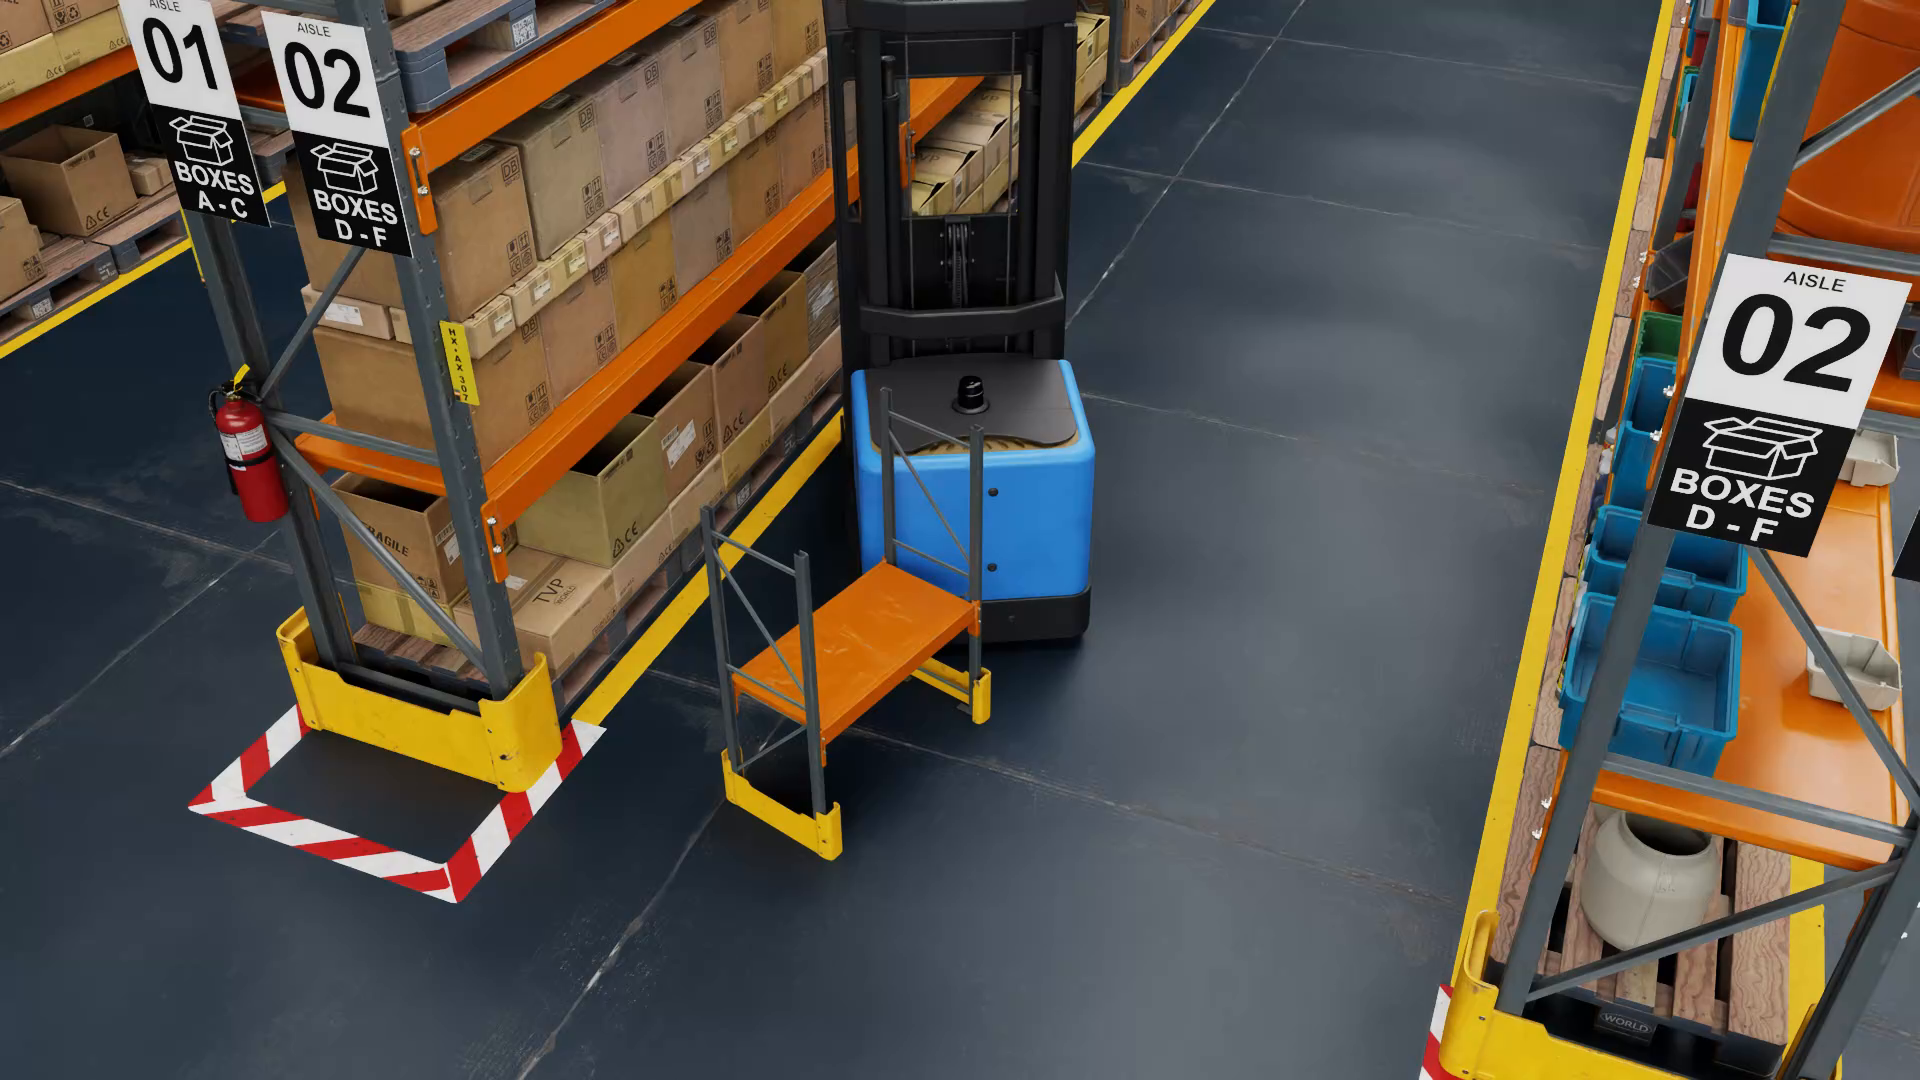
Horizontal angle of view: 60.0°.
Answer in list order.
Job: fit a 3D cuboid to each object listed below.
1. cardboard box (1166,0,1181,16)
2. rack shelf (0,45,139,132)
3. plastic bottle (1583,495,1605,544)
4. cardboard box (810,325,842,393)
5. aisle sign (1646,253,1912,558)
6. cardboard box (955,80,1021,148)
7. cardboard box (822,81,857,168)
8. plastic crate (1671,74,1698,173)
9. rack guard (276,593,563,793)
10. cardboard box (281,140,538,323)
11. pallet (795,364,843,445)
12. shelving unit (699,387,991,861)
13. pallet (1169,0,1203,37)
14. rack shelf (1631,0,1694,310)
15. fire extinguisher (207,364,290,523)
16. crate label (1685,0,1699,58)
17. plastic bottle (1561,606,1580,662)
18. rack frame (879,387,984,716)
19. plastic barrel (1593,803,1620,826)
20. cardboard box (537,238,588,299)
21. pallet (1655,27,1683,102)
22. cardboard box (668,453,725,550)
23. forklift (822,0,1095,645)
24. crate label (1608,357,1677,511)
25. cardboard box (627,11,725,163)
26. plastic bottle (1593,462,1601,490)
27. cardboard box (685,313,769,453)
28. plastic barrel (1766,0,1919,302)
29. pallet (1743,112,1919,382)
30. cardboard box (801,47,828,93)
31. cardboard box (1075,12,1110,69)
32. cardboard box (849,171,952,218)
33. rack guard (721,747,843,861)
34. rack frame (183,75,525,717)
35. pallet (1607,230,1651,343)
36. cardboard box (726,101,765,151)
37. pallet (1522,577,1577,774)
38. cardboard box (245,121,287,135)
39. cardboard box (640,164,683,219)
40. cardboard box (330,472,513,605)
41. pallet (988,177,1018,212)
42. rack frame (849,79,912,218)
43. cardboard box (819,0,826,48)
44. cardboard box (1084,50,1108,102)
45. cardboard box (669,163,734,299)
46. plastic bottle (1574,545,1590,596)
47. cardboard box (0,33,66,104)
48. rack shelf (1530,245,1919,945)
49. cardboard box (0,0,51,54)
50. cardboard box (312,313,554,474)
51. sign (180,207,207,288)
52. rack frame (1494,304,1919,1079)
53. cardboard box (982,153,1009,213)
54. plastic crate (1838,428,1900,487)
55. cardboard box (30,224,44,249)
[{"bbox_3d":[1.587,-4.735,13.901,0.500,0.500,0.500,13,39,17],"label":"cardboard box"},{"bbox_3d":[-6.105,-2.321,9.553,1.077,0.370,4.000,14,39,18],"label":"rack shelf"},{"bbox_3d":[3.055,-0.118,7.849,0.144,0.351,0.185,12,38,16],"label":"plastic bottle"},{"bbox_3d":[-0.935,-1.076,9.232,0.500,0.250,0.500,14,39,18],"label":"cardboard box"},{"bbox_3d":[1.994,-0.314,4.095,0.394,0.787,0.004,14,39,18],"label":"aisle sign"},{"bbox_3d":[0.210,-2.905,11.211,0.500,0.311,0.500,15,39,19],"label":"cardboard box"},{"bbox_3d":[-0.925,-2.383,8.951,0.700,0.500,0.500,13,39,17],"label":"cardboard box"},{"bbox_3d":[3.950,-2.135,8.716,0.392,0.384,0.575,14,39,18],"label":"plastic crate"},{"bbox_3d":[-2.293,0.639,7.079,1.175,0.500,0.348,14,39,18],"label":"rack guard"},{"bbox_3d":[-2.074,-1.220,6.312,0.700,0.500,0.500,14,39,18],"label":"cardboard box"},{"bbox_3d":[-1.103,-1.043,9.570,1.003,0.211,1.213,14,39,18],"label":"pallet"},{"bbox_3d":[-0.419,0.321,6.669,0.587,1.500,1.083,25,43,29],"label":"shelving unit"},{"bbox_3d":[1.545,-4.766,14.552,1.003,0.211,1.213,14,39,18],"label":"pallet"},{"bbox_3d":[4.579,-2.279,9.496,1.077,0.370,4.000,14,39,18],"label":"rack shelf"},{"bbox_3d":[-2.758,-0.385,6.426,0.296,0.674,0.183,14,39,18],"label":"fire extinguisher"},{"bbox_3d":[4.711,-3.200,10.098,0.502,0.435,0.616,14,39,18],"label":"crate label"},{"bbox_3d":[2.710,0.419,7.192,0.152,0.276,0.135,14,39,18],"label":"plastic bottle"},{"bbox_3d":[-0.116,0.083,6.987,0.500,1.500,0.032,25,43,29],"label":"rack frame"},{"bbox_3d":[2.666,0.924,6.338,0.421,0.512,0.421,0,37,0],"label":"plastic barrel"},{"bbox_3d":[-1.741,-1.128,6.730,0.380,0.149,0.250,14,39,18],"label":"cardboard box"},{"bbox_3d":[6.067,-3.677,13.094,1.003,0.211,1.213,14,39,18],"label":"pallet"},{"bbox_3d":[-1.496,-0.243,8.117,0.500,0.250,0.500,14,39,18],"label":"cardboard box"},{"bbox_3d":[-0.060,-1.547,7.973,1.130,2.935,3.031,-3,37,-4],"label":"forklift"},{"bbox_3d":[2.746,-0.340,6.272,0.502,0.435,0.616,14,39,18],"label":"crate label"},{"bbox_3d":[-1.498,-2.069,7.447,0.700,0.500,0.500,14,39,18],"label":"cardboard box"},{"bbox_3d":[3.214,-0.326,8.252,0.097,0.201,0.097,0,37,0],"label":"plastic bottle"},{"bbox_3d":[-1.301,-0.819,8.261,0.500,0.500,0.500,14,39,18],"label":"cardboard box"},{"bbox_3d":[2.363,-1.085,4.083,0.600,0.830,0.708,14,39,18],"label":"plastic barrel"},{"bbox_3d":[2.701,-0.807,4.578,1.003,0.211,1.213,14,39,18],"label":"pallet"},{"bbox_3d":[-0.860,-2.409,8.444,0.380,0.149,0.250,13,39,16],"label":"cardboard box"},{"bbox_3d":[0.789,-3.750,12.341,0.500,0.311,0.500,15,39,19],"label":"cardboard box"},{"bbox_3d":[-0.374,-2.054,10.071,0.500,0.311,0.500,14,39,18],"label":"cardboard box"},{"bbox_3d":[-0.722,1.059,6.727,0.587,0.250,0.087,25,43,29],"label":"rack guard"},{"bbox_3d":[-2.284,-0.376,6.349,1.000,3.000,0.127,14,39,18],"label":"rack frame"},{"bbox_3d":[4.543,-1.464,10.135,1.003,0.211,1.213,14,39,18],"label":"pallet"},{"bbox_3d":[-1.152,-1.988,7.881,0.380,0.149,0.250,15,39,19],"label":"cardboard box"},{"bbox_3d":[3.061,0.697,7.242,1.003,0.211,1.213,14,39,18],"label":"pallet"},{"bbox_3d":[-5.080,-3.303,11.986,0.700,0.500,0.500,15,39,19],"label":"cardboard box"},{"bbox_3d":[-1.447,-1.557,7.304,0.380,0.149,0.250,13,39,17],"label":"cardboard box"},{"bbox_3d":[-2.355,-0.108,7.310,0.500,0.500,0.500,14,39,18],"label":"cardboard box"},{"bbox_3d":[-0.055,-2.568,11.611,1.003,0.211,1.213,14,39,18],"label":"pallet"},{"bbox_3d":[-0.762,-2.590,9.312,1.000,3.000,0.127,14,39,18],"label":"rack frame"},{"bbox_3d":[-0.925,-2.903,8.563,0.700,0.500,0.500,14,39,18],"label":"cardboard box"},{"bbox_3d":[0.786,-3.525,12.508,0.500,0.250,0.500,15,39,19],"label":"cardboard box"},{"bbox_3d":[-1.508,-1.529,7.808,0.700,0.500,0.500,15,39,19],"label":"cardboard box"},{"bbox_3d":[2.893,0.117,7.534,0.144,0.351,0.185,14,39,17],"label":"plastic bottle"},{"bbox_3d":[-5.619,-2.777,9.671,0.500,0.250,0.500,14,39,17],"label":"cardboard box"},{"bbox_3d":[3.057,-0.064,6.533,1.077,0.370,4.000,14,39,18],"label":"rack shelf"},{"bbox_3d":[-5.624,-3.079,9.447,0.500,0.500,0.500,13,39,16],"label":"cardboard box"},{"bbox_3d":[-2.094,-0.671,6.661,0.700,0.500,0.500,14,39,18],"label":"cardboard box"},{"bbox_3d":[-2.780,-1.066,6.107,0.100,0.325,0.005,14,39,18],"label":"sign"},{"bbox_3d":[2.296,0.755,4.836,1.000,3.000,0.127,14,39,18],"label":"rack frame"},{"bbox_3d":[0.011,-2.394,10.995,0.500,0.250,0.500,13,39,16],"label":"cardboard box"},{"bbox_3d":[3.434,-0.398,6.598,0.530,0.136,0.437,14,39,18],"label":"plastic crate"},{"bbox_3d":[-5.971,-1.870,10.362,0.380,0.149,0.250,11,38,14],"label":"cardboard box"}]
